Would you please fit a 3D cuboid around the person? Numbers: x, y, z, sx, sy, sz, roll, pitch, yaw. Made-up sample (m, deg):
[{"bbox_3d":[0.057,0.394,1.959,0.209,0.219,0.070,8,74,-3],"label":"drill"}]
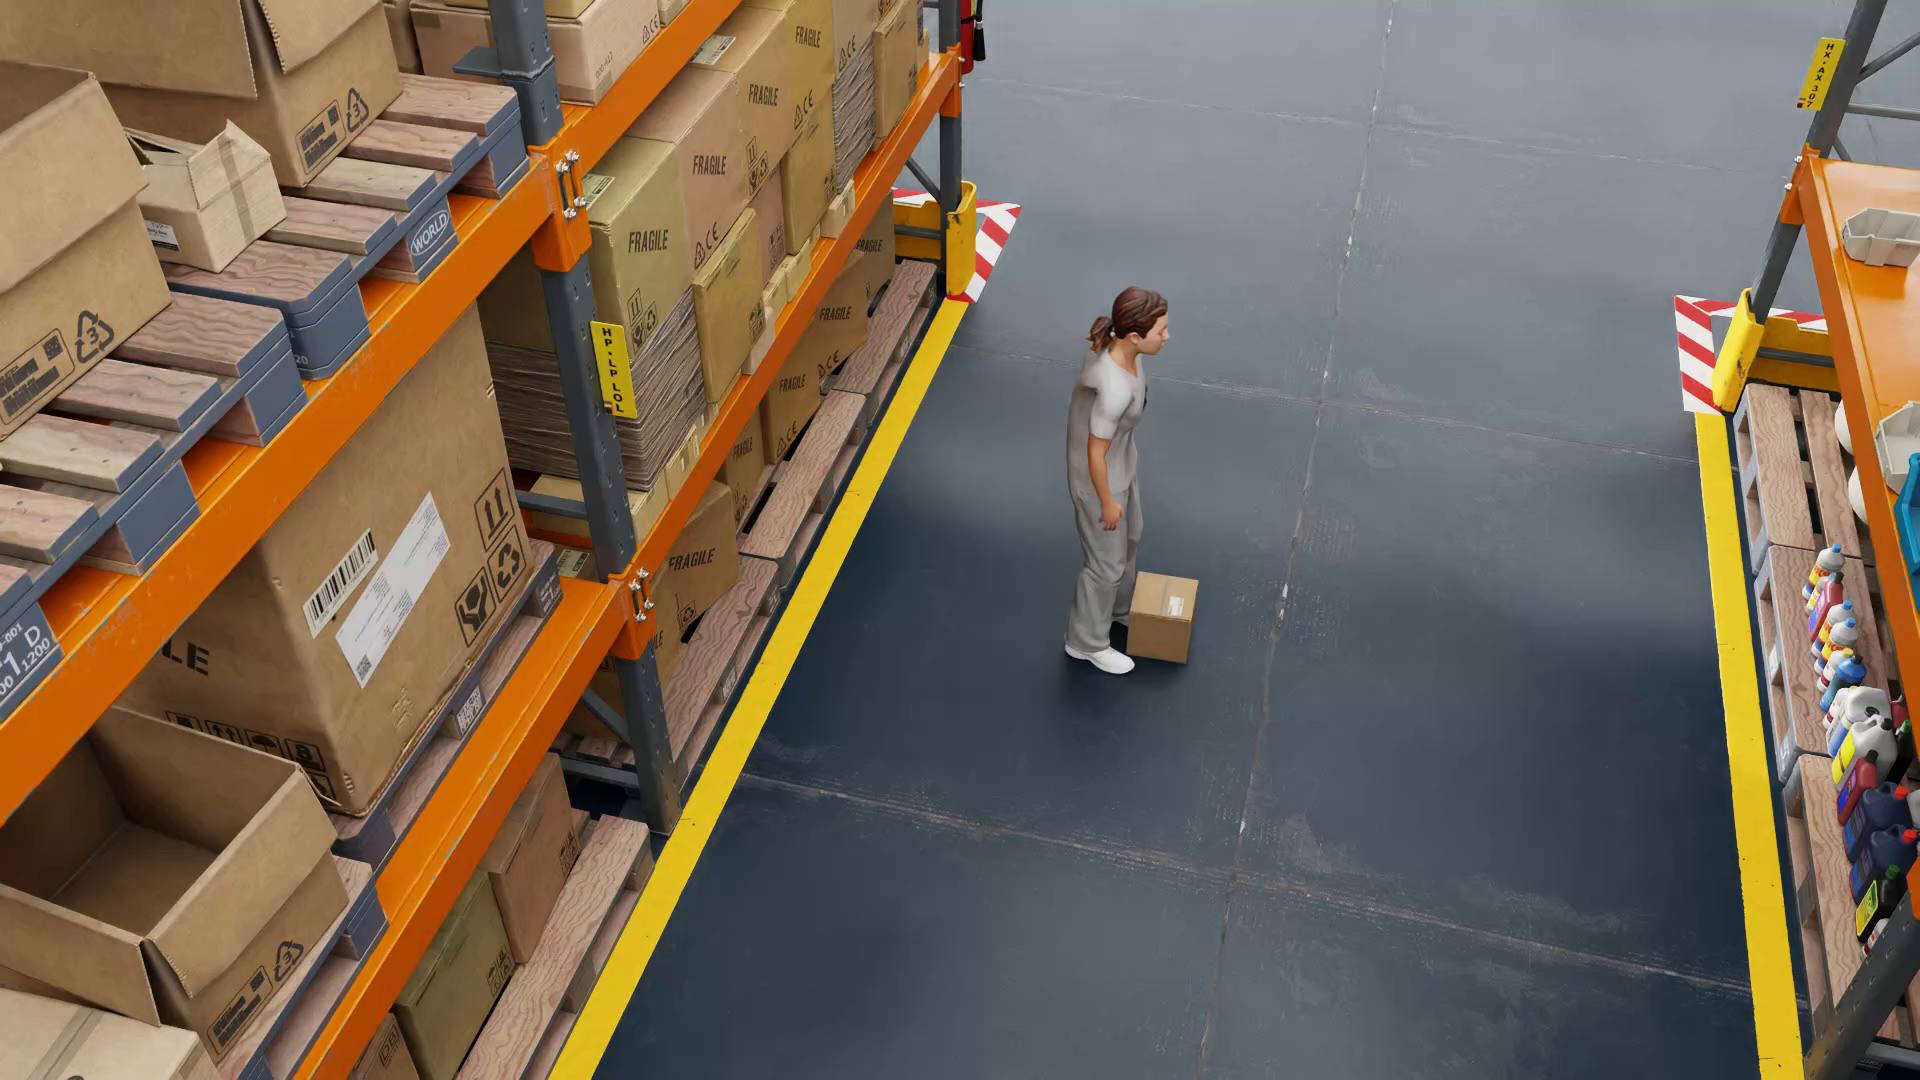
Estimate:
[{"bbox_3d":[0.616,-0.245,6.440,0.416,1.671,0.495,8,42,10],"label":"person"}]
